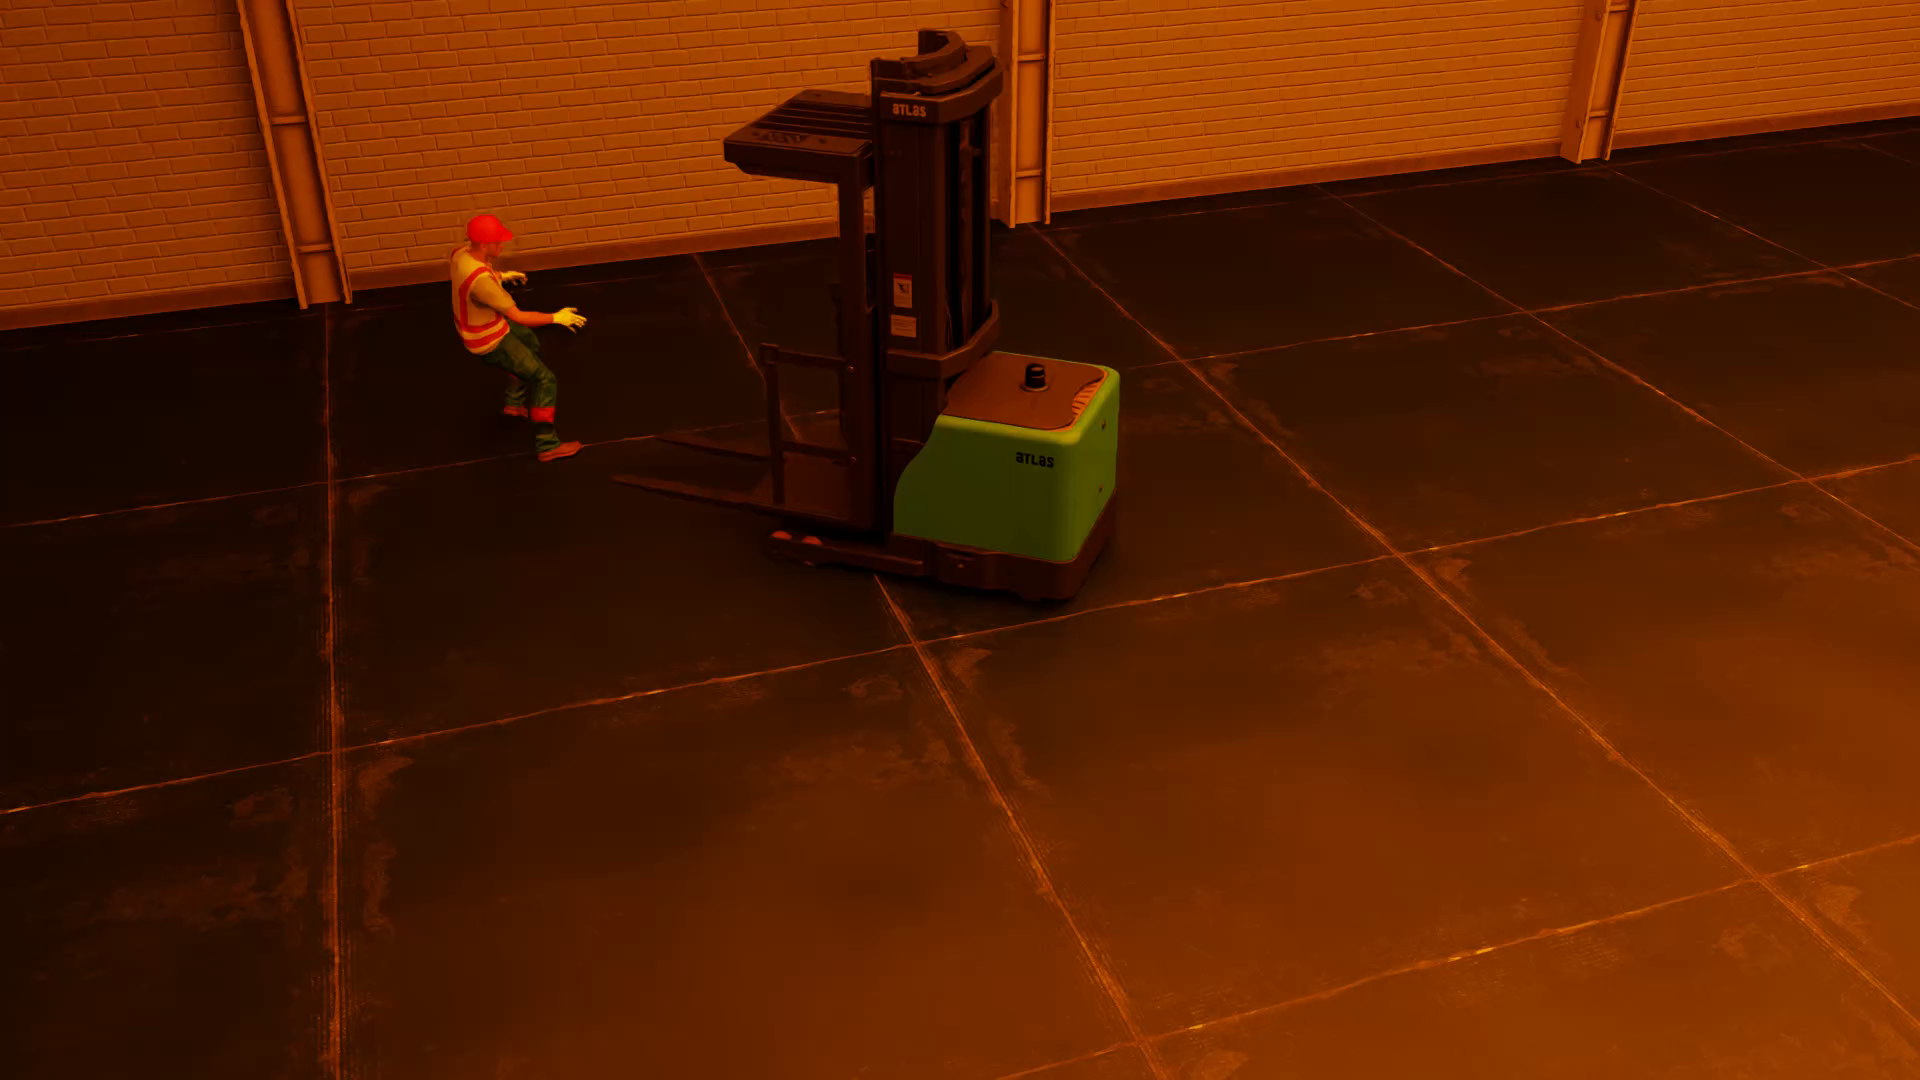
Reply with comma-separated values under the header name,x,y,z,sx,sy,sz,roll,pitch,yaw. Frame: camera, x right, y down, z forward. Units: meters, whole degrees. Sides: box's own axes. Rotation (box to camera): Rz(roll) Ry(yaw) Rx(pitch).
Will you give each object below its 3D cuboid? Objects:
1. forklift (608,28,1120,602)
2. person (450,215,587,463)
name,x,y,z,sx,sy,sz,roll,pitch,yaw
forklift,-0.634,-1.359,9.448,3.031,2.935,1.130,10,31,17
person,-2.891,-1.399,10.862,0.749,1.599,0.910,-14,33,-23
